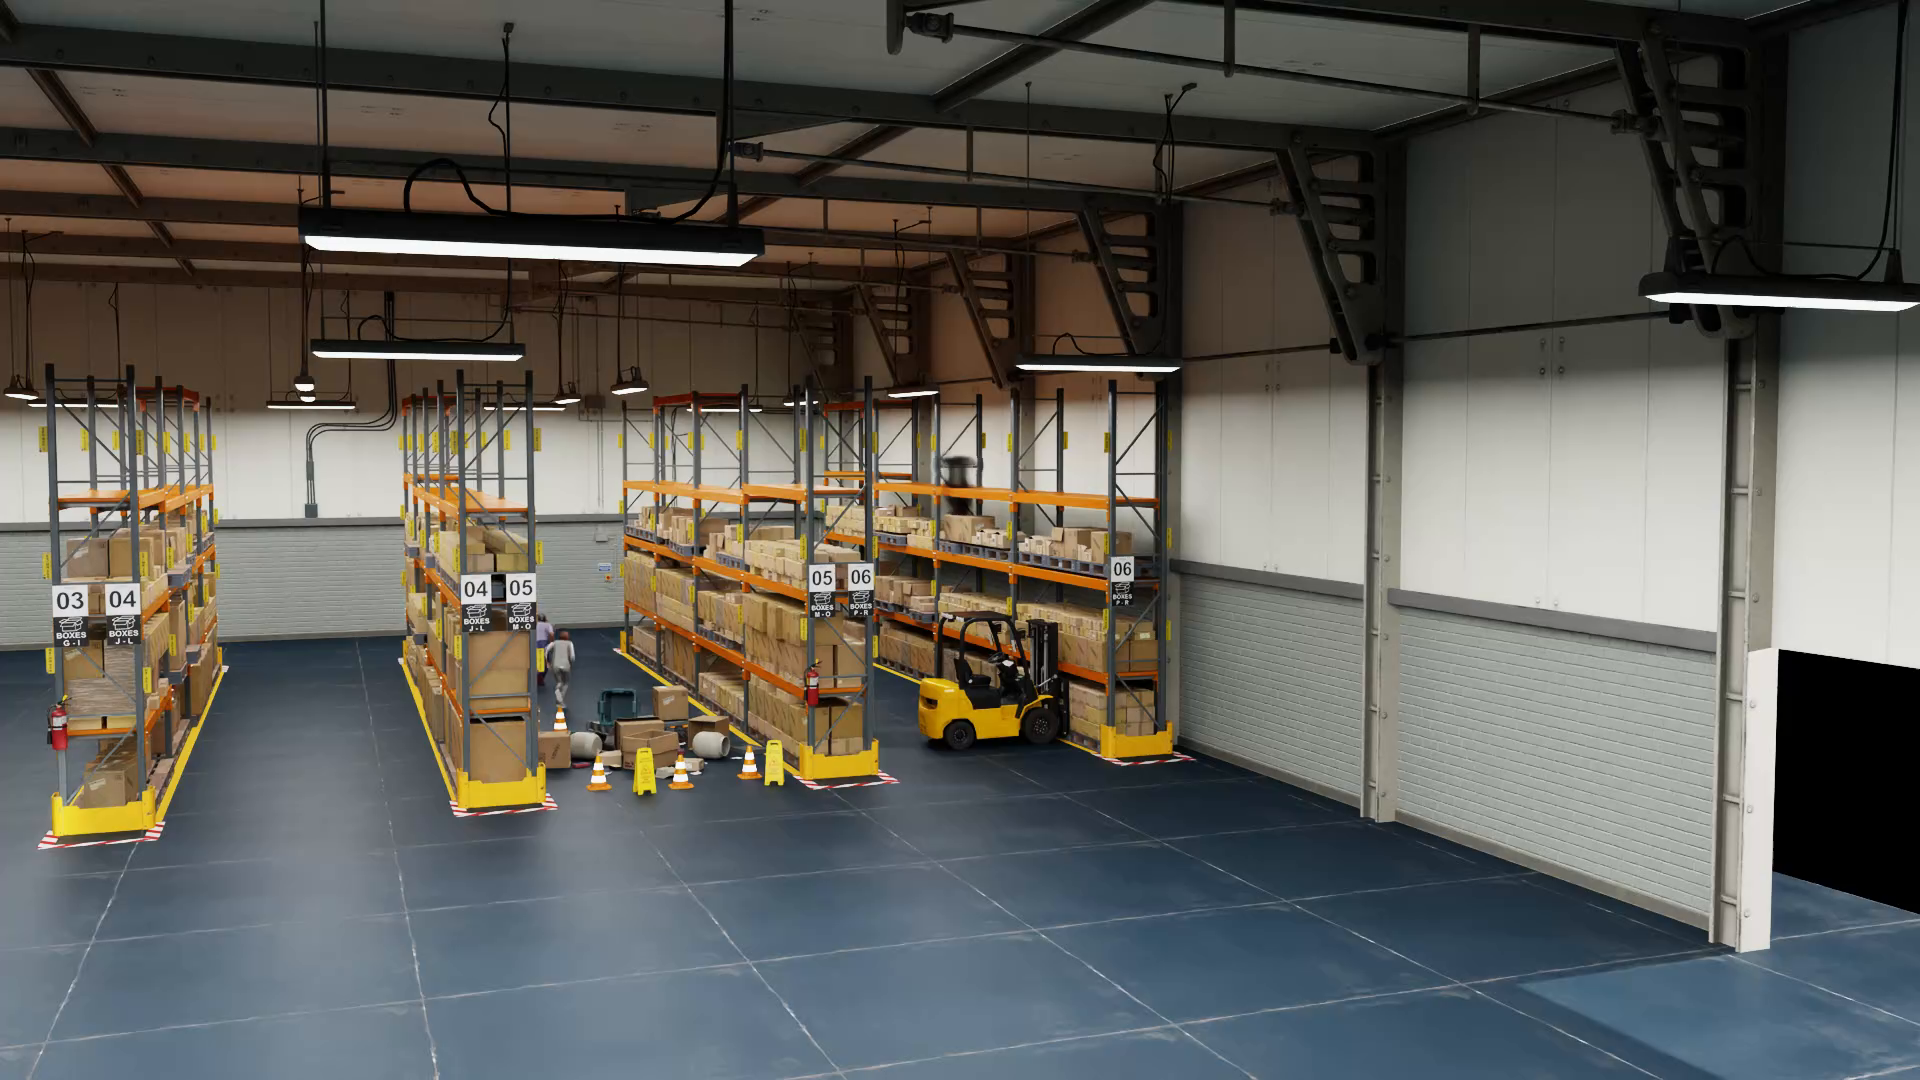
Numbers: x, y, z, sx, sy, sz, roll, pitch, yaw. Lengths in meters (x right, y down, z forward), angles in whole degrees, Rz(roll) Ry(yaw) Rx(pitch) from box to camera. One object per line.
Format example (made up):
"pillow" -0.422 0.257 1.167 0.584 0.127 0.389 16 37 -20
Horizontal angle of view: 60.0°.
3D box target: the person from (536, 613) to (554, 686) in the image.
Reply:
"person" -8.663 2.283 34.195 0.612 1.464 0.912 0 3 -7

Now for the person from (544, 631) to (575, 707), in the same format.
"person" -7.609 2.459 31.551 0.567 1.421 0.764 0 3 -3
